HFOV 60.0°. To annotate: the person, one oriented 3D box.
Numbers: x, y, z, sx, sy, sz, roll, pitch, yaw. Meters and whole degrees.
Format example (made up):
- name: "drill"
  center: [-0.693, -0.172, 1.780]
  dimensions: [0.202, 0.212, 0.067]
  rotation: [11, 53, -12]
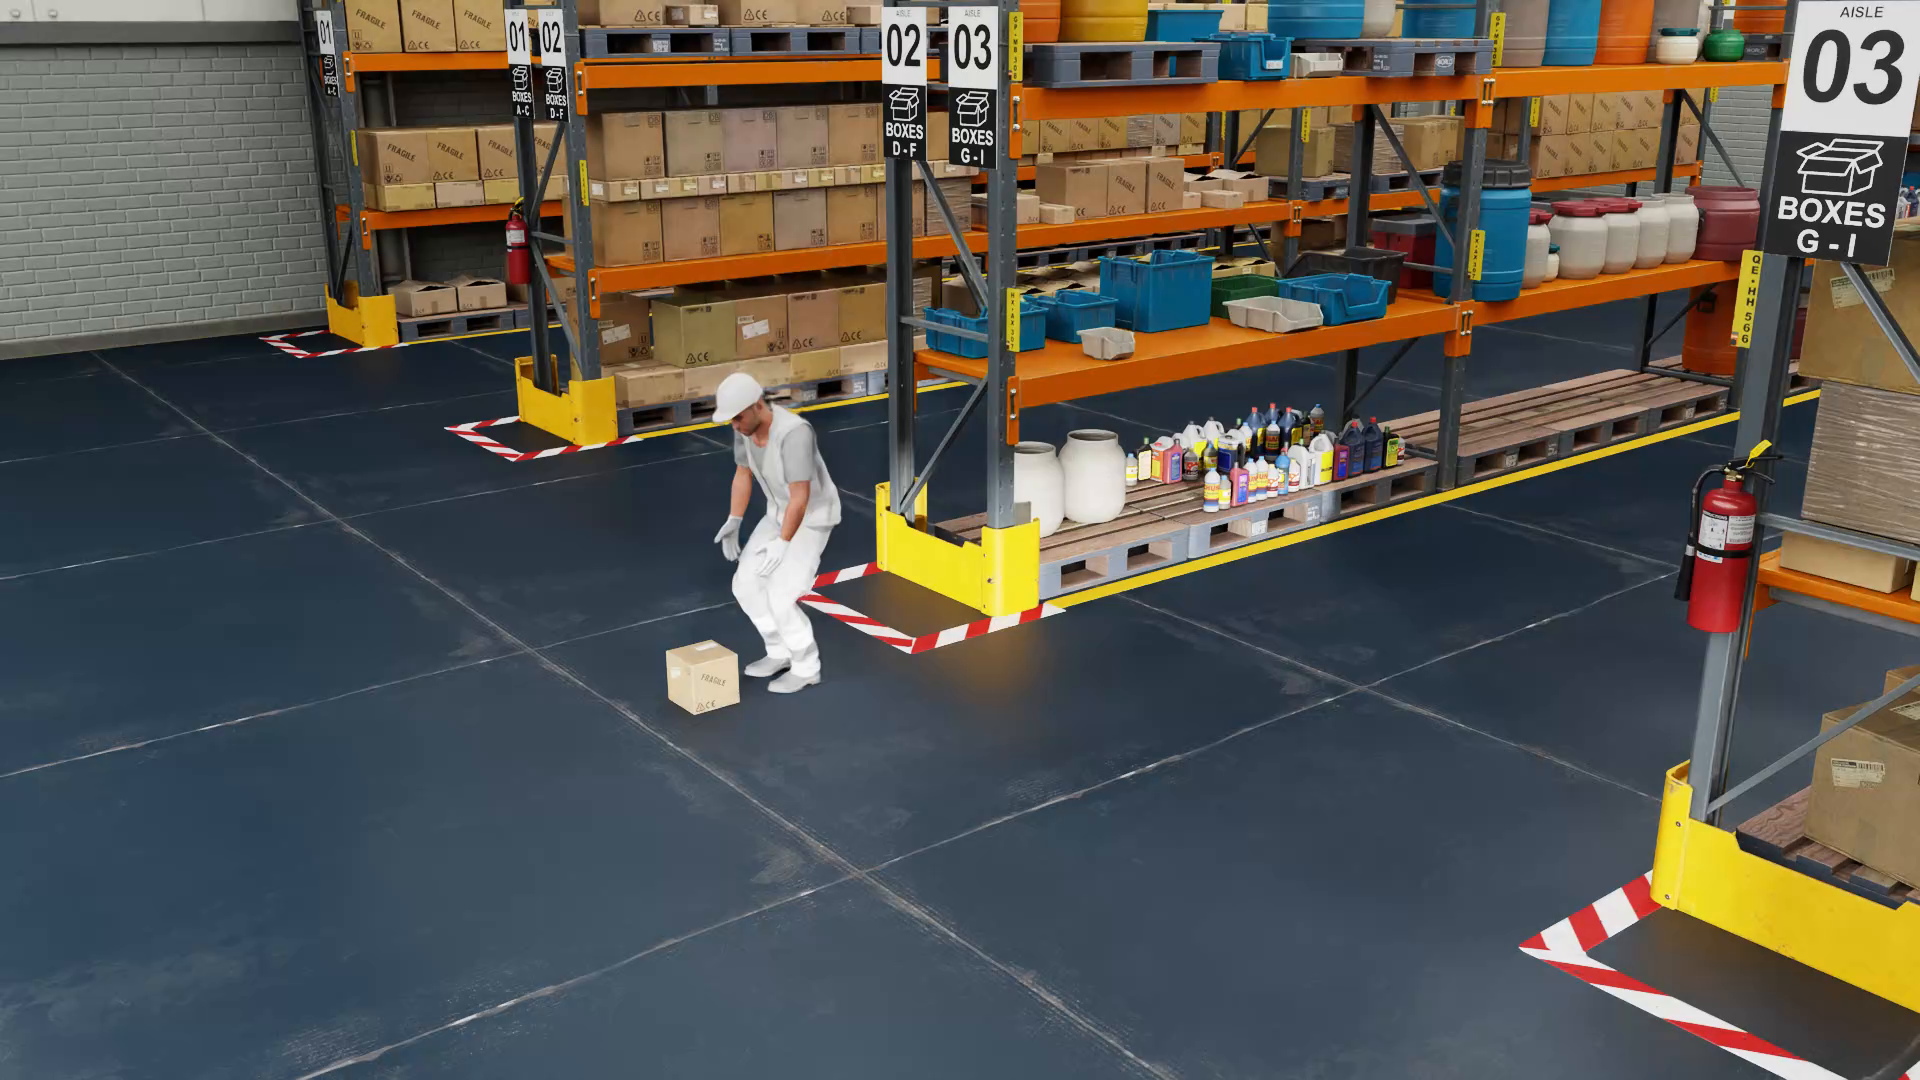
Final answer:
- name: "person"
  center: [-0.877, -0.049, 8.014]
  dimensions: [0.647, 1.580, 0.575]
  rotation: [-13, 22, -36]
